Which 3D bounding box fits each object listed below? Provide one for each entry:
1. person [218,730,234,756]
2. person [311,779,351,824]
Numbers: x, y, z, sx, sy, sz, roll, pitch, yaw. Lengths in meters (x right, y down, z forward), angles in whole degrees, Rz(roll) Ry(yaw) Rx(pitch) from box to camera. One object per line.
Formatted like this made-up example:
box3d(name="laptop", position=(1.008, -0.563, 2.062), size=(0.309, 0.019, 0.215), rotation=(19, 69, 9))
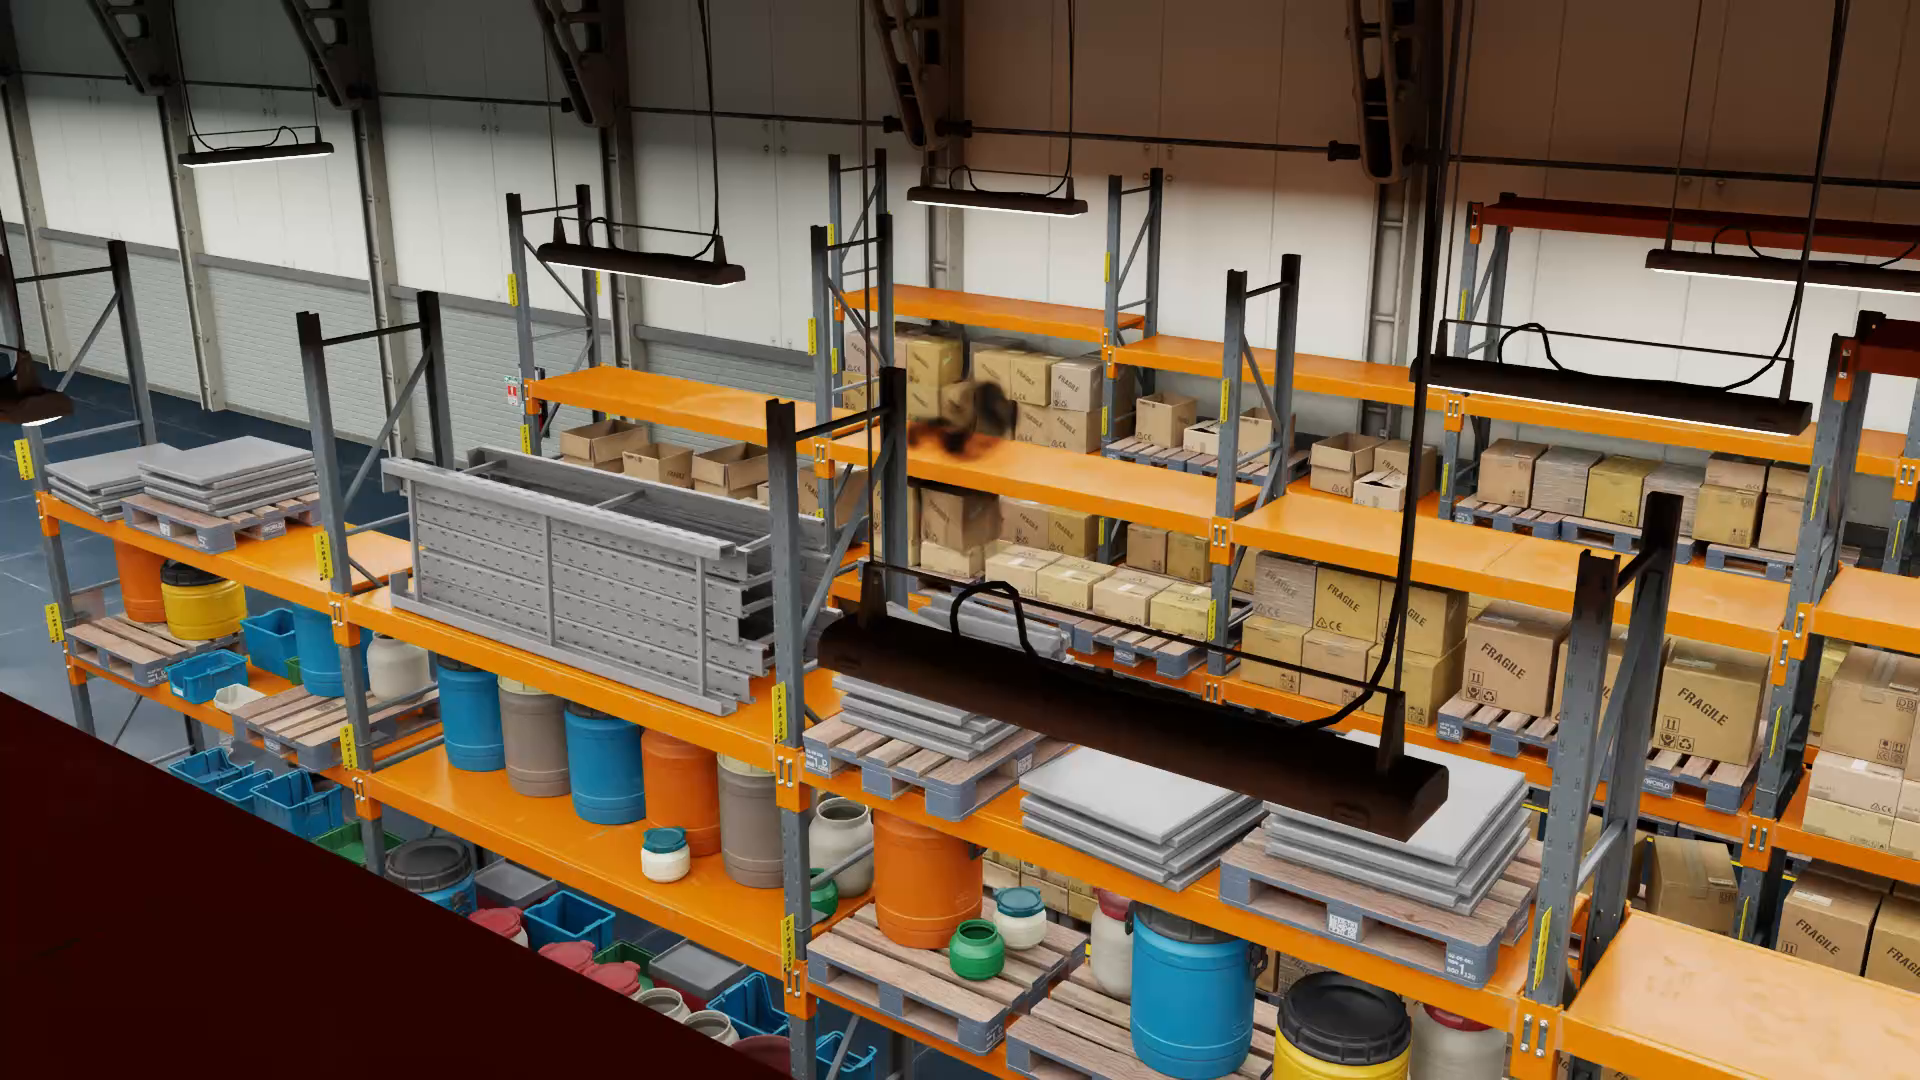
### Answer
box3d(name="person", position=(-7.756, 1.531, 17.996), size=(0.956, 1.687, 0.372), rotation=(-9, 21, -26))
box3d(name="person", position=(-5.949, 2.259, 15.728), size=(0.861, 1.766, 0.517), rotation=(12, 22, 31))
